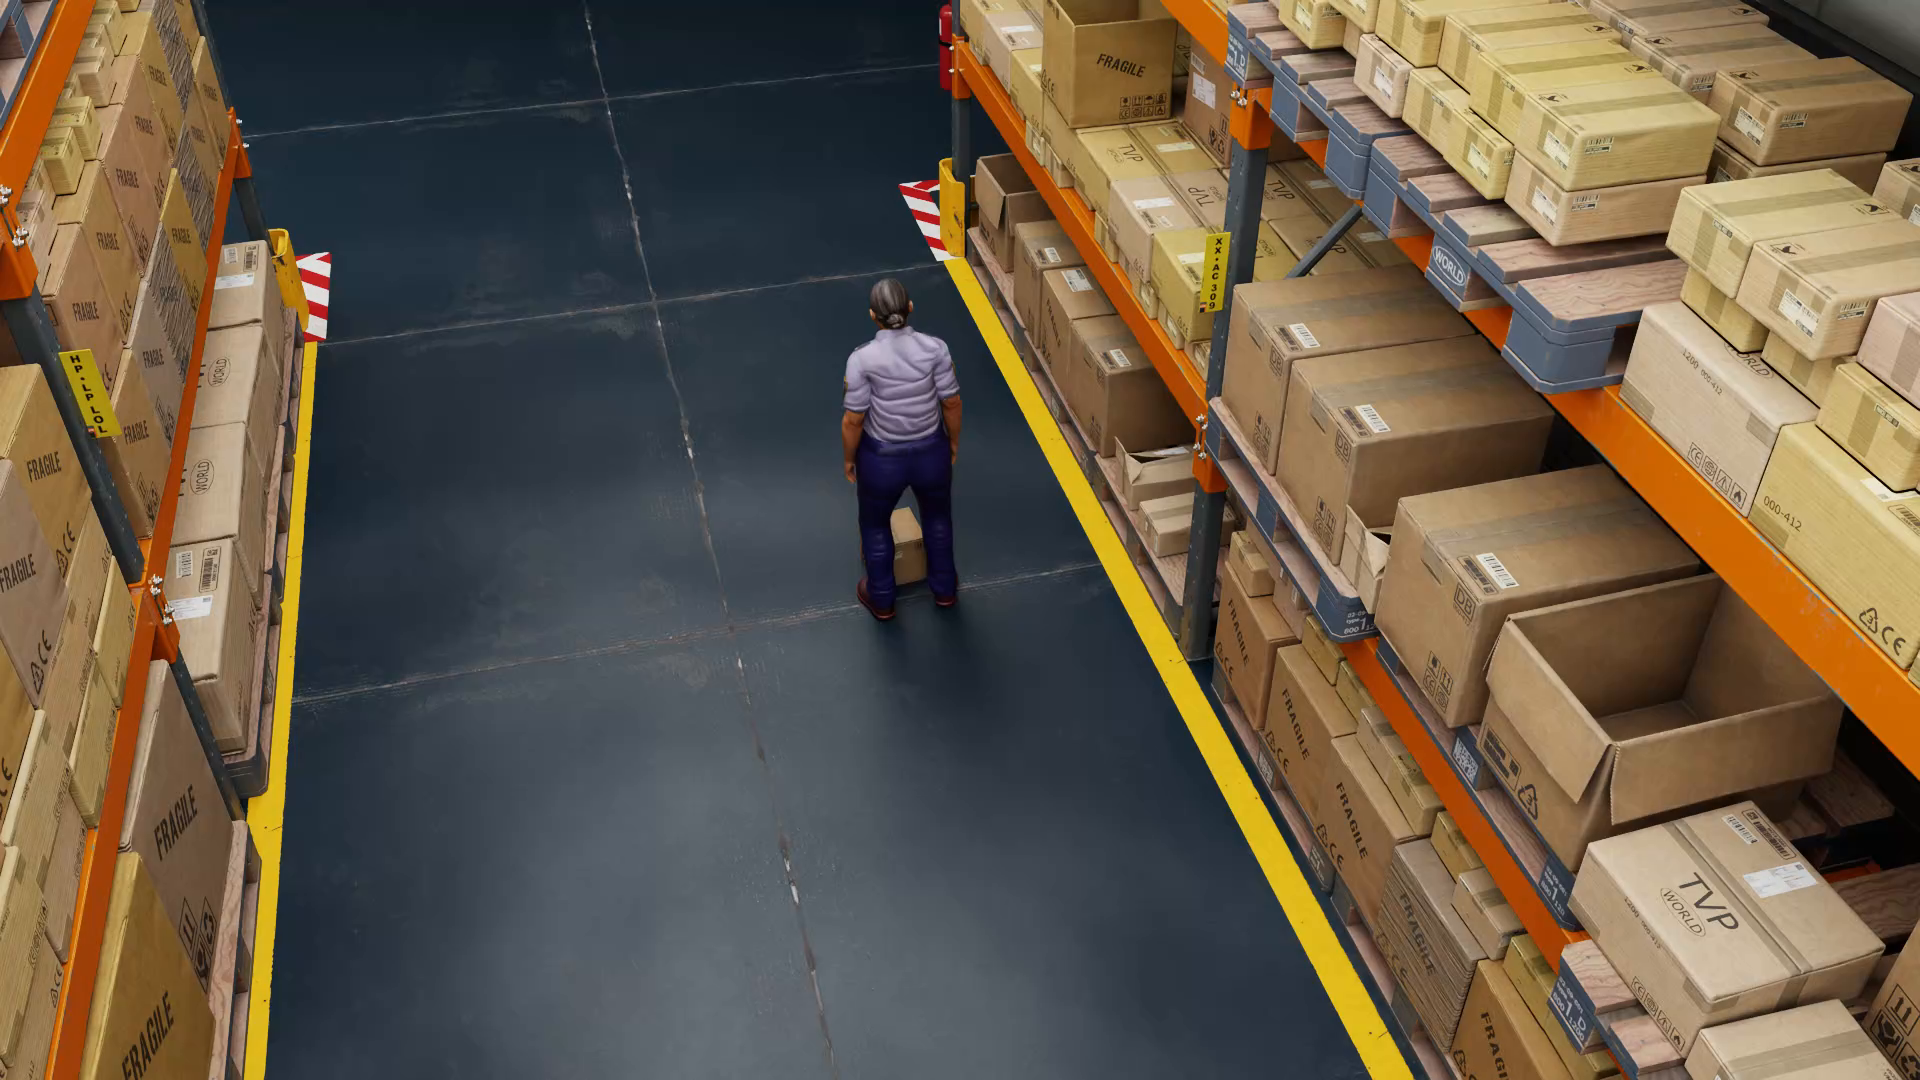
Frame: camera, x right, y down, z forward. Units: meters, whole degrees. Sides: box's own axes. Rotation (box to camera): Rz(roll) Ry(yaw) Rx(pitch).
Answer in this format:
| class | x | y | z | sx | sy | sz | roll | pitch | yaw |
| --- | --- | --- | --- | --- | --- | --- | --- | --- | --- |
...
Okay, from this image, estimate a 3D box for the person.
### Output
| class | x | y | z | sx | sy | sz | roll | pitch | yaw |
| --- | --- | --- | --- | --- | --- | --- | --- | --- | --- |
| person | -0.244 | -0.360 | 7.186 | 0.537 | 1.637 | 0.372 | -10 | 39 | -12 |
